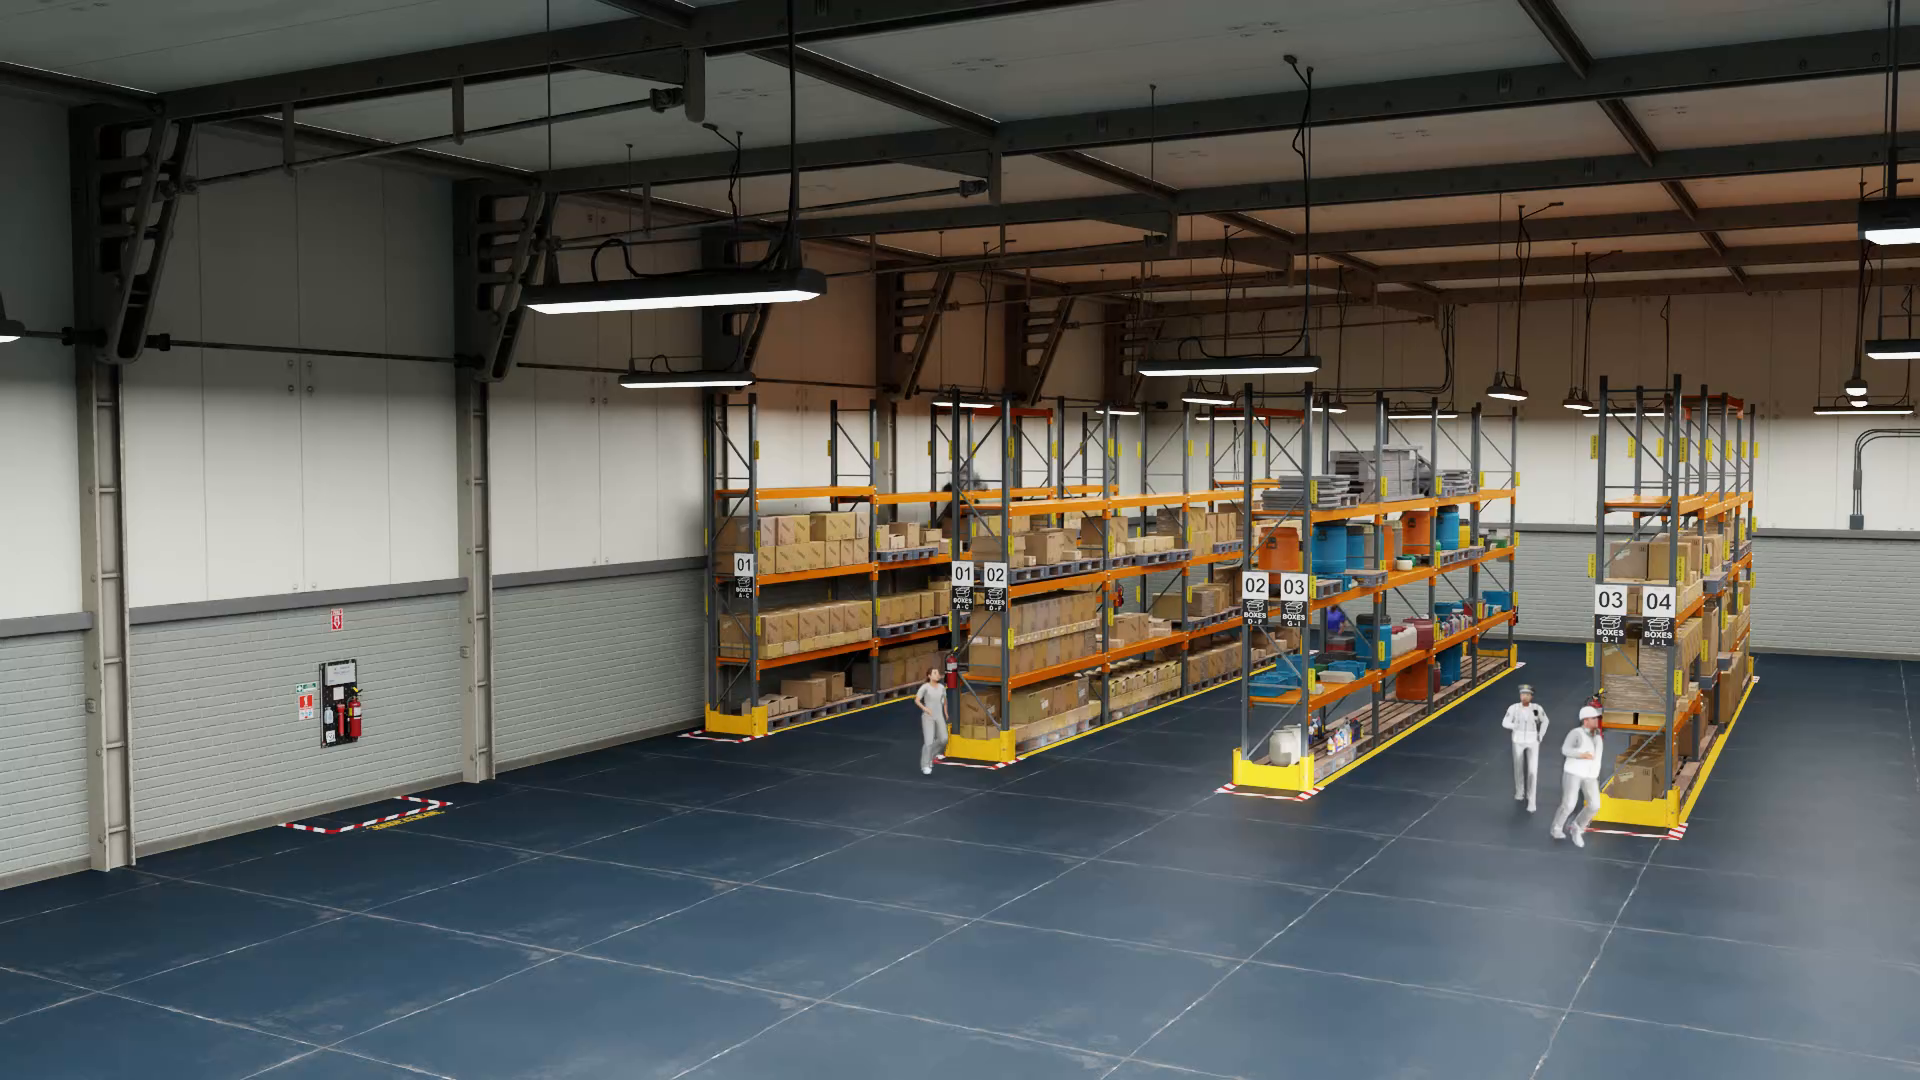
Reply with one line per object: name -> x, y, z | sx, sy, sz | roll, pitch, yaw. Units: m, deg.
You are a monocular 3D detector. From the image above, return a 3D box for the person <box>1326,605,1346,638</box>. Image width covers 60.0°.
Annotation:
person -> 8.453, 2.168, 37.727 | 0.582, 1.635, 0.645 | 1, 3, 19

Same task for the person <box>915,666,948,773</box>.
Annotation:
person -> -0.389, 2.794, 25.819 | 0.591, 1.645, 0.494 | -2, 3, -27

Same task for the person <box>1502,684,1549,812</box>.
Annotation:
person -> 7.925, 2.895, 23.335 | 0.609, 1.768, 0.702 | 1, 3, 23

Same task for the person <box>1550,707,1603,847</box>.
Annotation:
person -> 7.950, 3.003, 21.139 | 0.663, 1.775, 0.681 | -1, 3, -12
